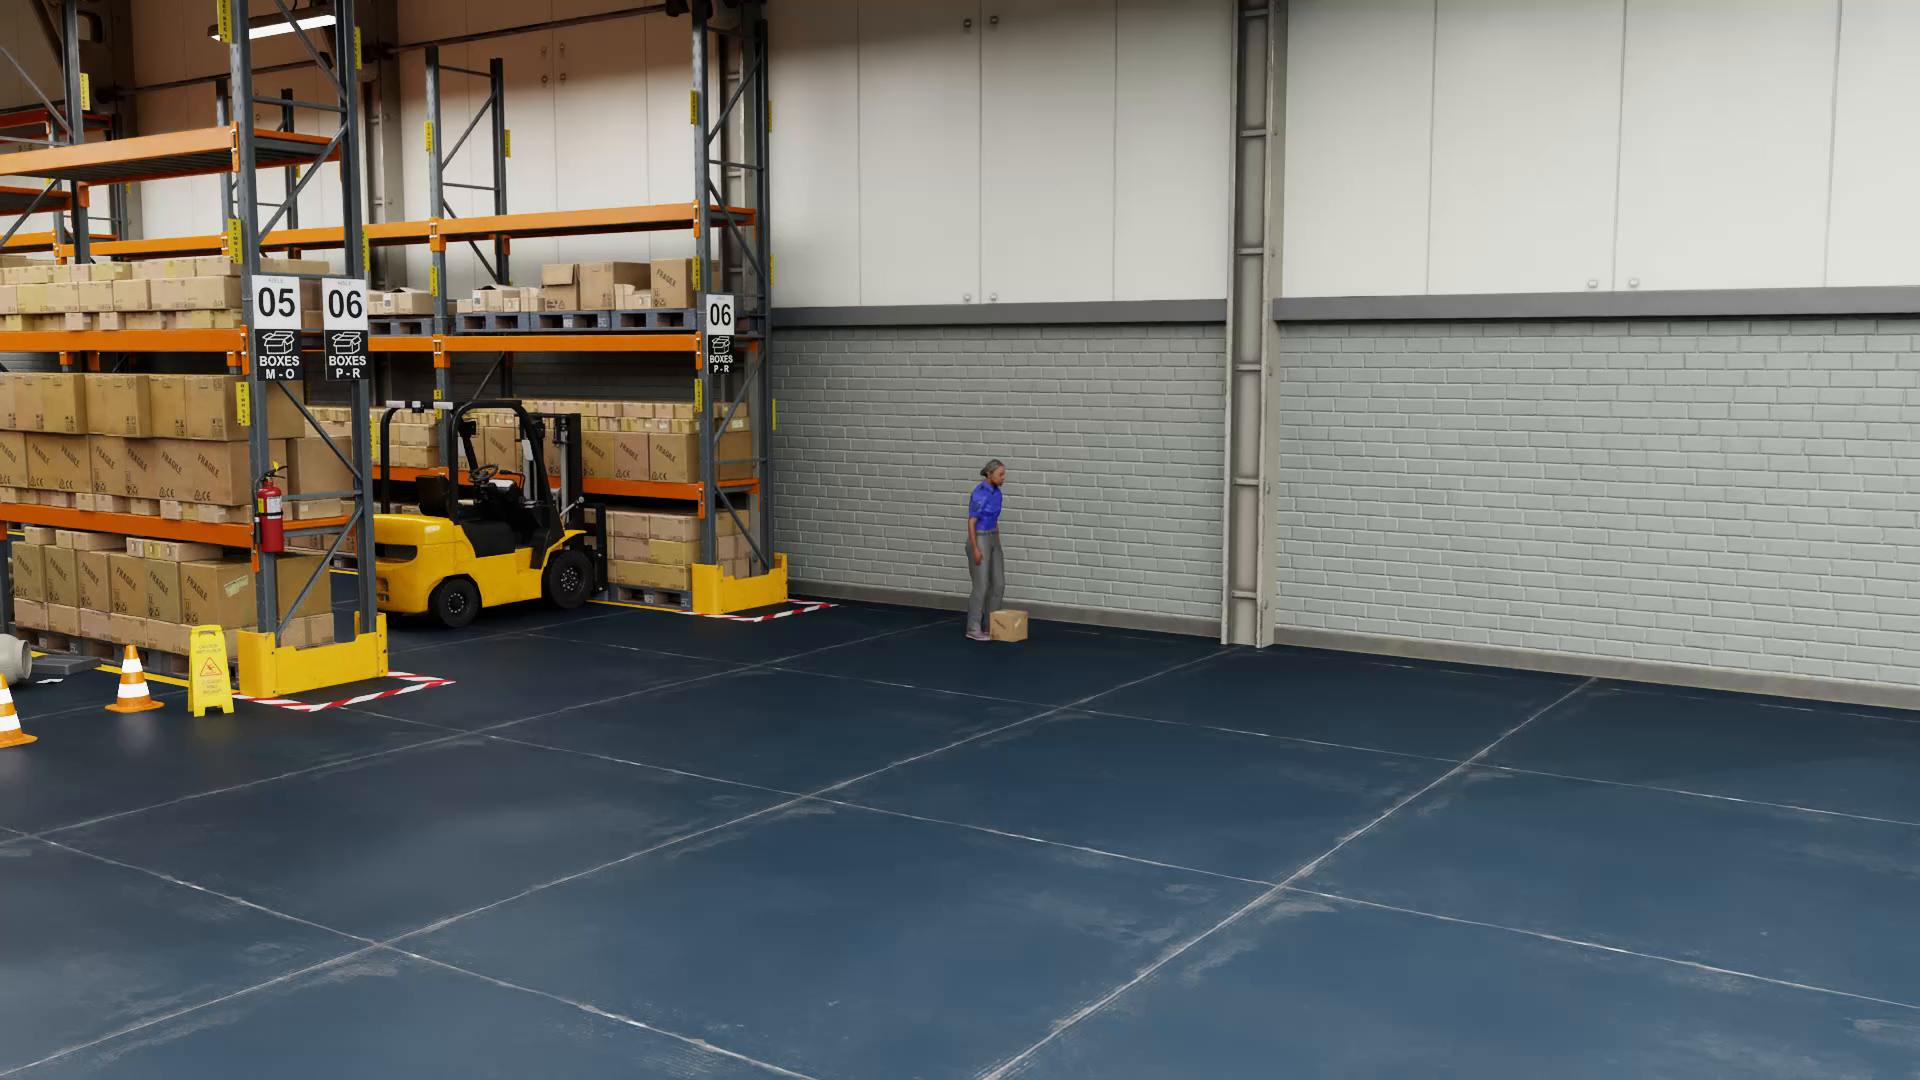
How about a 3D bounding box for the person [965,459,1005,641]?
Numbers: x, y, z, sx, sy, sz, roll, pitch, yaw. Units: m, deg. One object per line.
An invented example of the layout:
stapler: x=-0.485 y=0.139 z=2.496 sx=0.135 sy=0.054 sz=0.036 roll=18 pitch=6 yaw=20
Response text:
person: x=0.269 y=0.079 z=15.330 sx=0.402 sy=1.653 sz=0.522 roll=4 pitch=7 yaw=30
